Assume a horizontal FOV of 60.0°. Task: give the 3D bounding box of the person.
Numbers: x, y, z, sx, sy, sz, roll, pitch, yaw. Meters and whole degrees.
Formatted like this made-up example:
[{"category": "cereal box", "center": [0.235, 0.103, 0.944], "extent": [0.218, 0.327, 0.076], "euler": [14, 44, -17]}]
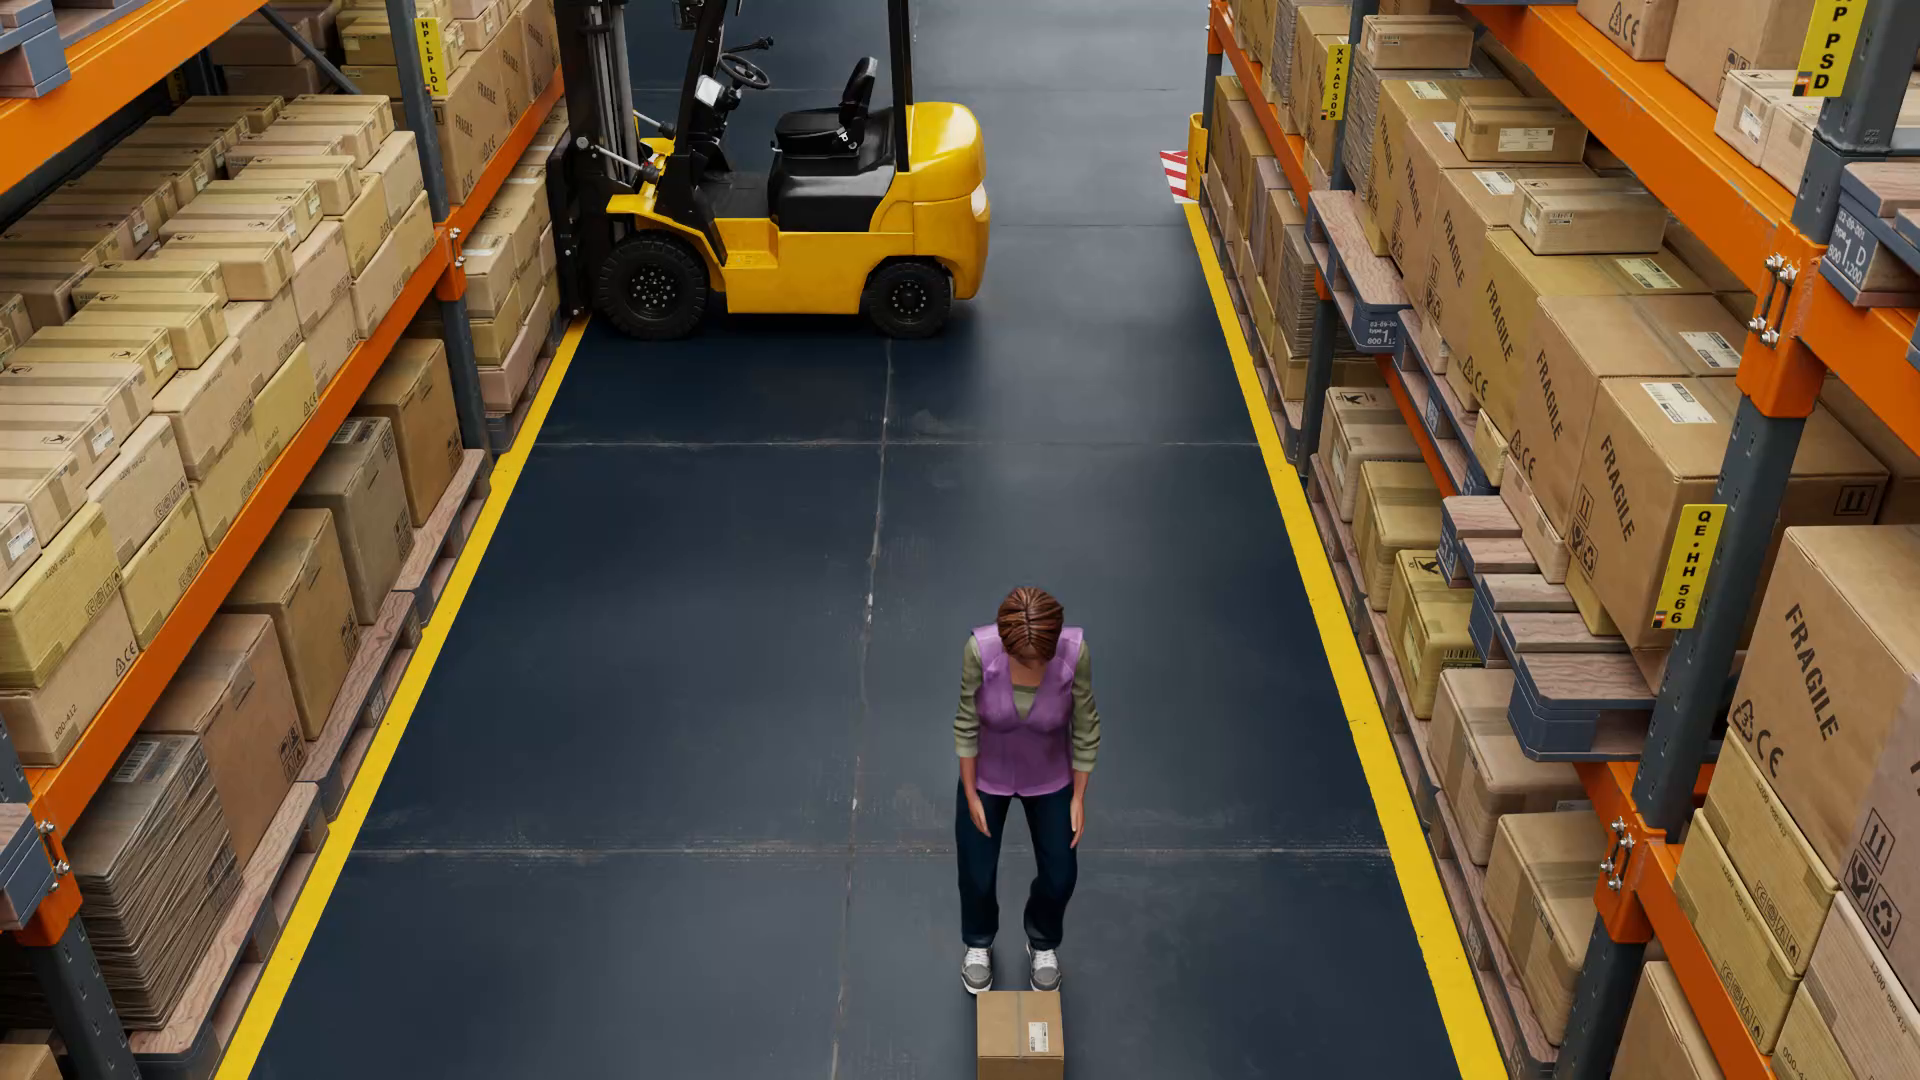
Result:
[{"category": "person", "center": [0.197, 0.758, 5.022], "extent": [0.437, 1.510, 0.437], "euler": [1, 32, 1]}]
